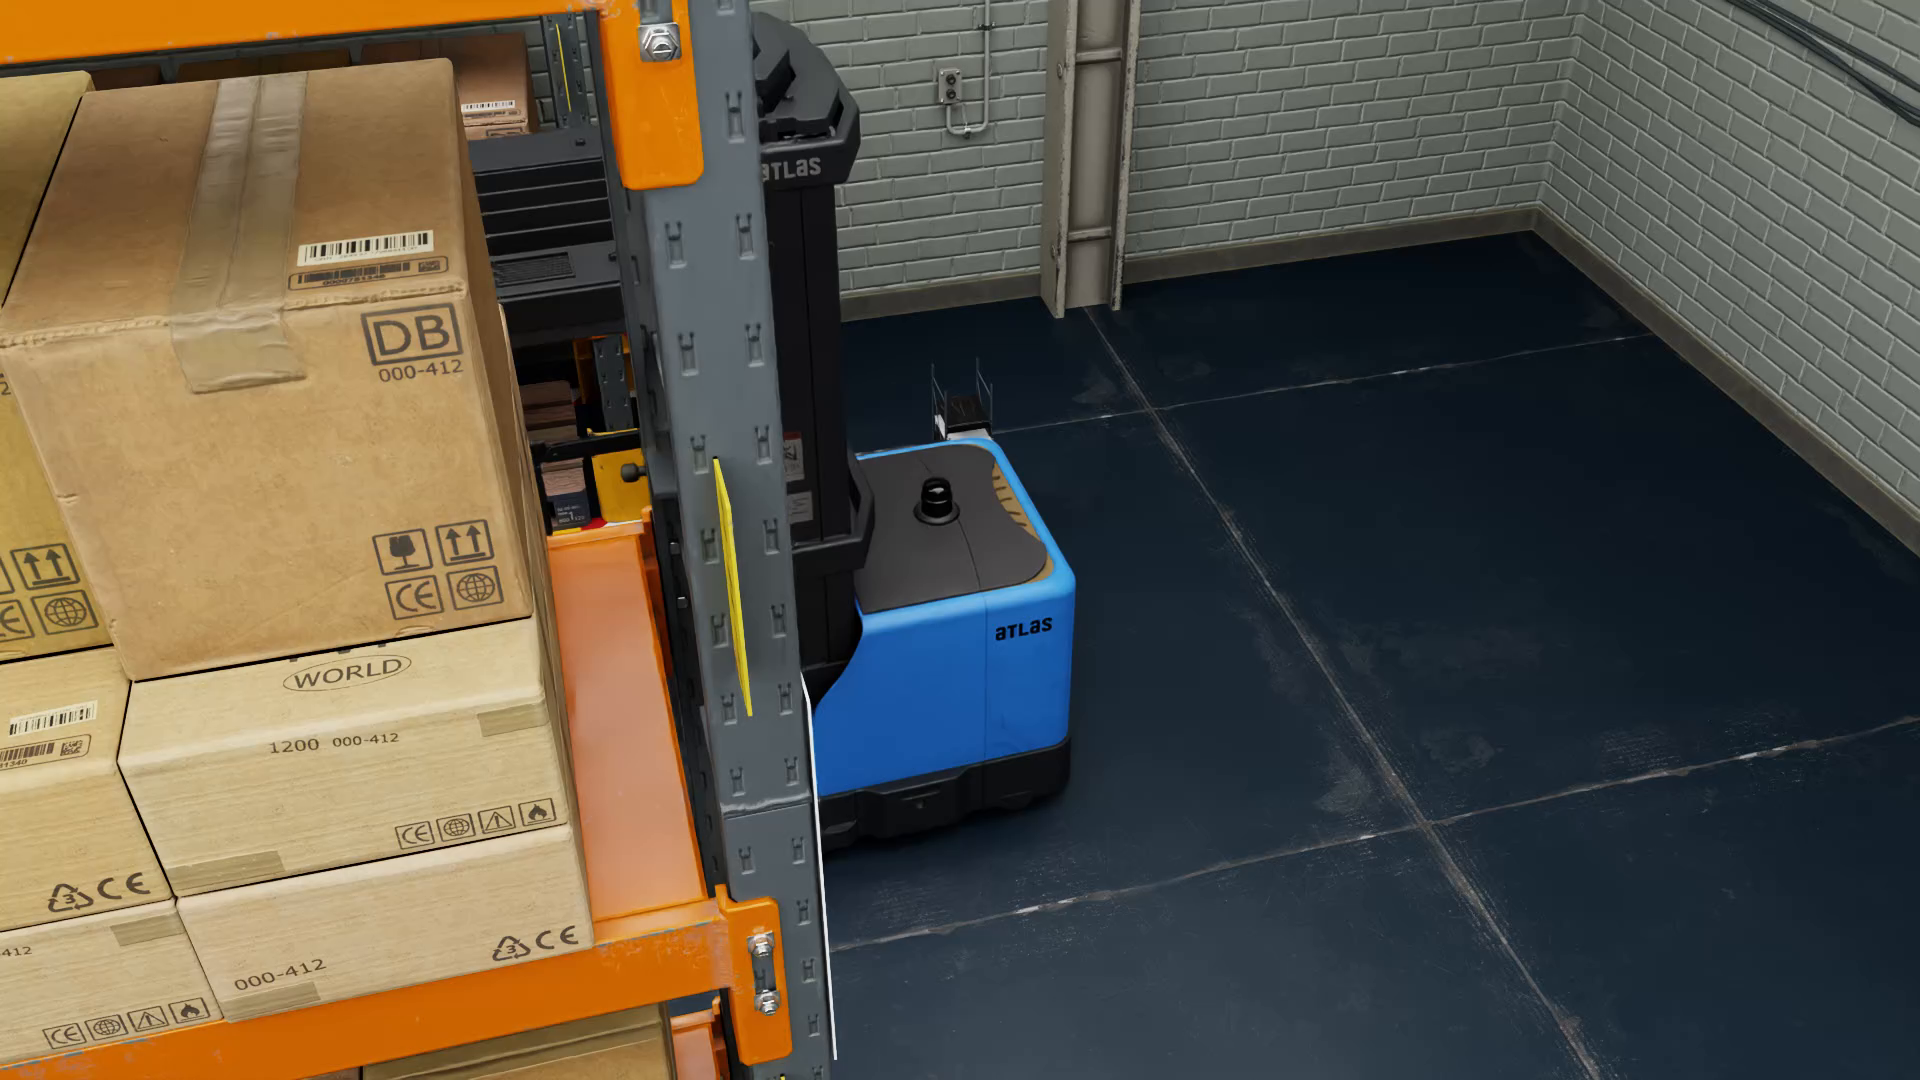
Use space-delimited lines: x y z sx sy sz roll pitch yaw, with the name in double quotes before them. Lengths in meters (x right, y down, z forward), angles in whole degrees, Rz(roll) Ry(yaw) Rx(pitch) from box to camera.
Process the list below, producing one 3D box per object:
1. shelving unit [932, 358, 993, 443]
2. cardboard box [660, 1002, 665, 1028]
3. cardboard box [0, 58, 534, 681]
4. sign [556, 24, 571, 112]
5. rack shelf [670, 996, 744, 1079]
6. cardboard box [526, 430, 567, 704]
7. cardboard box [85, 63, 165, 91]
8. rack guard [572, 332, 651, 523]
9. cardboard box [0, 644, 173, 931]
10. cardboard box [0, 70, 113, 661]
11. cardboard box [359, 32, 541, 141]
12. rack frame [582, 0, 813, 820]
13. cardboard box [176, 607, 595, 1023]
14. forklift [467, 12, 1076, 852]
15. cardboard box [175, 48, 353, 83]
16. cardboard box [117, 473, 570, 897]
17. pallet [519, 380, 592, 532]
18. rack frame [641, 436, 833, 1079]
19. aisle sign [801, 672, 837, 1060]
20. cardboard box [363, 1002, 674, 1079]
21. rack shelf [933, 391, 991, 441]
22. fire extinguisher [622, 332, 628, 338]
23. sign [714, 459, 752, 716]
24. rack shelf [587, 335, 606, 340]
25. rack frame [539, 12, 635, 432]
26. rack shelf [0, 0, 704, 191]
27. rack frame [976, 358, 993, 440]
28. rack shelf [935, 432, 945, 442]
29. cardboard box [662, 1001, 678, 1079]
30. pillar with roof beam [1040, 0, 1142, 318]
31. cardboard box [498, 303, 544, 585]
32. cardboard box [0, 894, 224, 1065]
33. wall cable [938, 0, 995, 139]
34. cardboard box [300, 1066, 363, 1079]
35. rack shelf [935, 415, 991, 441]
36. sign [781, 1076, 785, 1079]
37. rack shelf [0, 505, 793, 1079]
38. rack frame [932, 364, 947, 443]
"shelving unit" 0.008 -0.359 7.478 0.210 0.900 0.258 -9 38 -12
"cardboard box" -0.895 0.755 3.389 0.500 0.500 0.500 -8 38 -11
"cardboard box" -0.890 -0.261 2.248 0.500 0.500 0.700 -9 38 -12
"sign" -1.565 -1.862 6.568 0.005 0.325 0.100 -9 38 -12
"rack shelf" -2.329 1.879 3.417 4.000 0.370 1.077 -9 38 -12
"cardboard box" -0.960 0.077 2.835 0.500 0.250 0.500 -9 38 -12
"cardboard box" -3.621 -1.424 6.896 0.700 0.700 0.980 -11 39 -14
"rack guard" -1.670 -0.640 8.175 0.348 0.500 1.175 -9 38 -12
"cardboard box" -1.310 0.256 2.189 0.500 0.250 0.500 -9 38 -12
"cardboard box" -1.395 -0.231 2.210 0.500 0.500 0.700 -9 38 -12
"cardboard box" -2.183 -1.661 7.206 0.700 0.700 0.980 -8 38 -10
"rack frame" -0.398 -1.106 1.790 0.127 3.000 1.000 -9 38 -12
"cardboard box" -0.825 0.381 2.438 0.500 0.250 0.500 -9 38 -12
"forklift" -1.152 -0.192 5.588 3.031 2.935 1.130 -11 39 -13
"cardboard box" -2.883 -1.539 7.047 0.700 0.700 0.980 -10 38 -12
"cardboard box" -0.828 0.177 2.293 0.500 0.250 0.500 -9 38 -12
"pallet" -2.445 -0.349 8.032 1.213 0.211 1.003 -9 38 -12
"rack frame" -0.398 1.276 3.613 0.127 3.000 1.000 -9 38 -12
"aisle sign" -0.252 0.413 2.602 0.004 0.787 0.394 -9 38 -12
"cardboard box" -0.756 1.071 2.976 0.500 0.500 0.500 -10 38 -12
"rack shelf" 0.008 -0.547 7.334 0.200 0.077 0.258 -9 38 -12
"fire extinguisher" -1.427 -1.203 7.225 0.183 0.674 0.296 -9 38 -12
"sign" -0.273 0.062 2.003 0.005 0.325 0.100 -9 38 -12
"rack shelf" -3.624 -1.026 7.215 4.000 0.370 1.077 -9 38 -12
"rack frame" -1.693 -1.629 7.410 0.127 3.000 1.000 -9 38 -12
"rack shelf" -2.329 -0.503 1.595 4.000 0.370 1.077 -9 38 -12
"rack frame" 0.106 -0.375 7.499 0.006 0.900 0.240 -9 38 -12
"rack shelf" 0.008 -0.404 7.444 0.200 0.077 0.258 -9 38 -12
"cardboard box" -0.895 1.152 3.693 0.500 0.500 0.500 -9 38 -11
"pillar with roof beam" 1.810 -2.421 3.509 0.400 9.000 9.100 -9 38 -12
"cardboard box" -0.962 -0.125 2.688 0.500 0.250 0.500 -9 38 -12
"cardboard box" -1.311 0.453 2.343 0.500 0.250 0.500 -9 38 -12
"wall cable" -0.704 -2.790 8.092 1.851 1.984 0.084 -9 38 -12
"cardboard box" -1.244 1.152 2.870 0.500 0.500 0.500 -8 38 -11
"rack shelf" 0.008 -0.475 7.389 0.200 0.077 0.258 -9 38 -12
"sign" -0.273 1.020 2.735 0.005 0.325 0.100 -9 38 -12
"rack shelf" -2.329 0.687 2.506 4.000 0.370 1.077 -9 38 -12
"rack frame" -0.090 -0.343 7.457 0.006 0.900 0.240 -9 38 -12
